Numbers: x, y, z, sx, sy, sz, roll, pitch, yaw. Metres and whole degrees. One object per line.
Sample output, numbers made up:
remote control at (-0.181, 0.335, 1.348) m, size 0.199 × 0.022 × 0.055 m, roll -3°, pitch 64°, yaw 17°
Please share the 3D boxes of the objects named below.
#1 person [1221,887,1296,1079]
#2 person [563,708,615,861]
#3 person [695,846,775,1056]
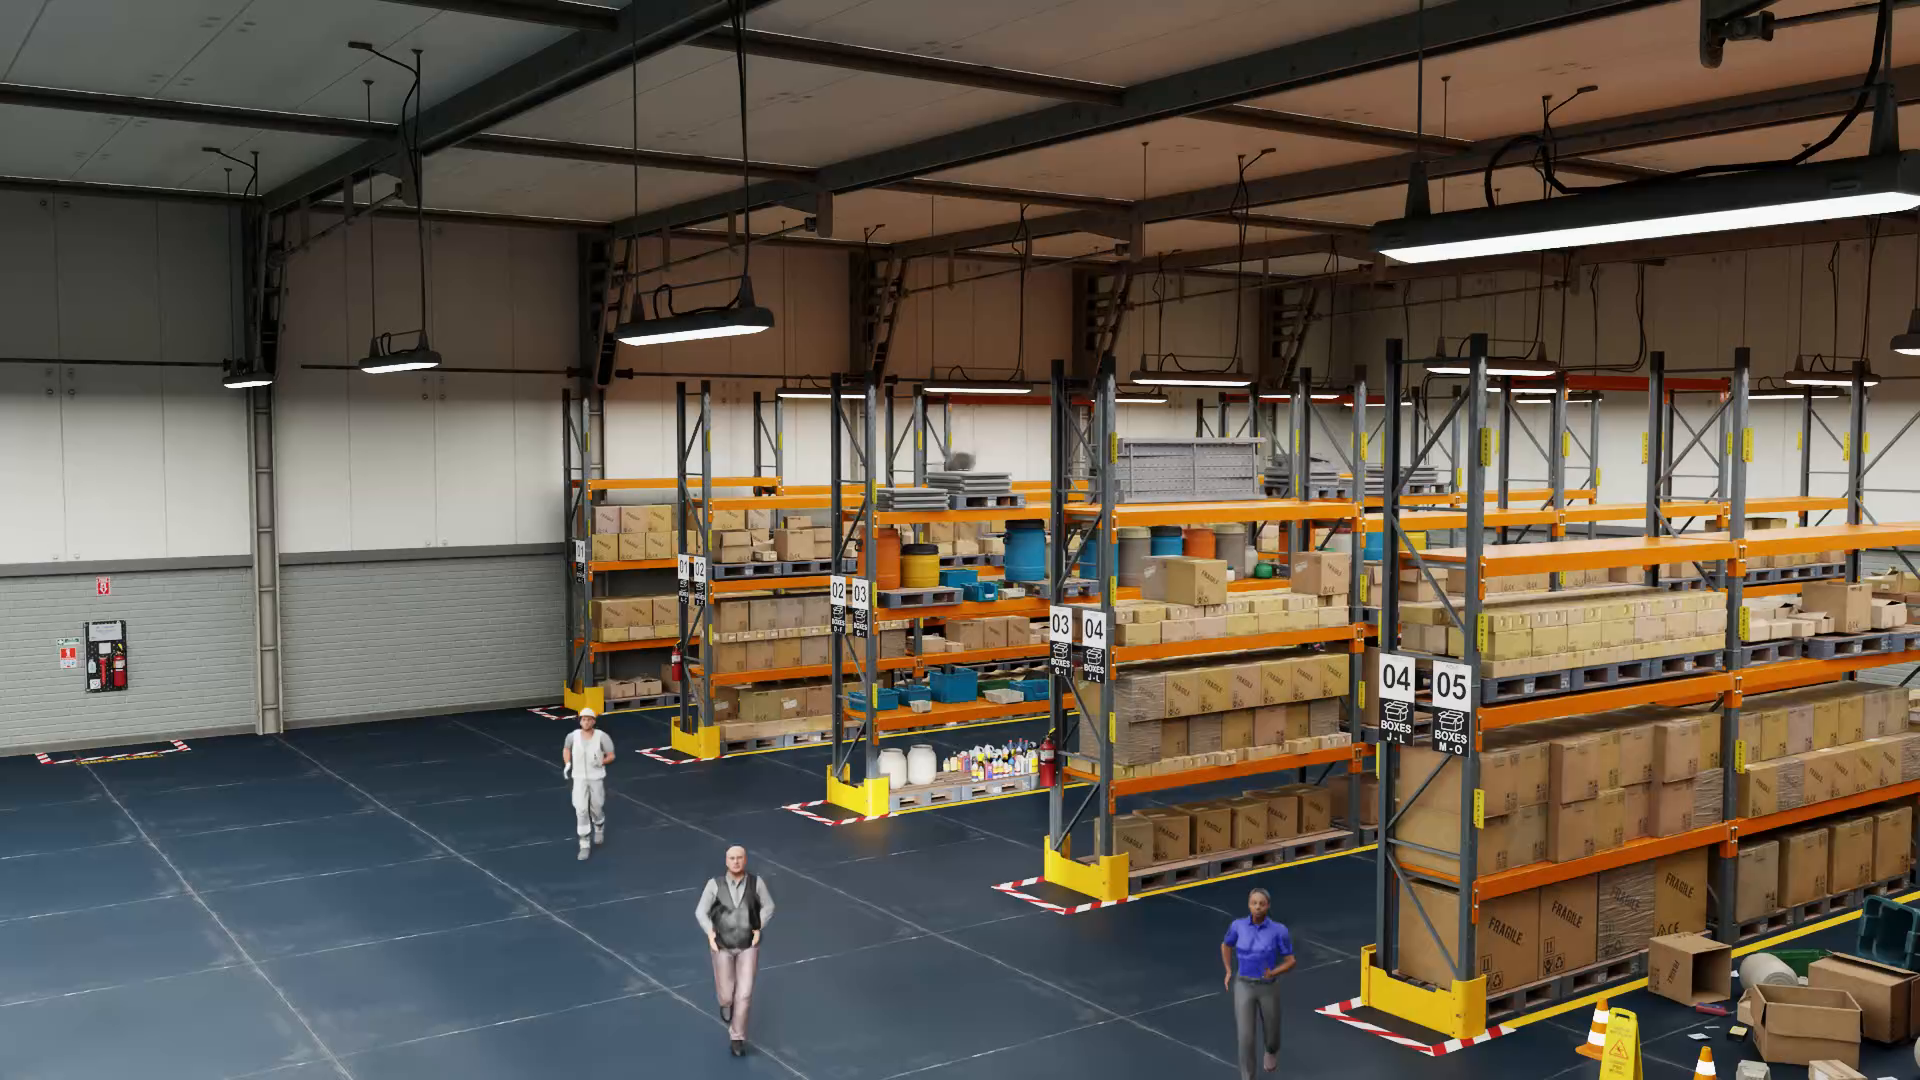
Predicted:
person at (2.317, 3.520, 12.971) m, size 0.589 × 1.612 × 0.834 m, roll 1°, pitch 4°, yaw 14°
person at (-4.560, 2.950, 20.422) m, size 0.651 × 1.796 × 0.862 m, roll 0°, pitch 4°, yaw -5°
person at (-1.887, 3.417, 14.013) m, size 0.675 × 1.688 × 0.762 m, roll -1°, pitch 4°, yaw -11°
